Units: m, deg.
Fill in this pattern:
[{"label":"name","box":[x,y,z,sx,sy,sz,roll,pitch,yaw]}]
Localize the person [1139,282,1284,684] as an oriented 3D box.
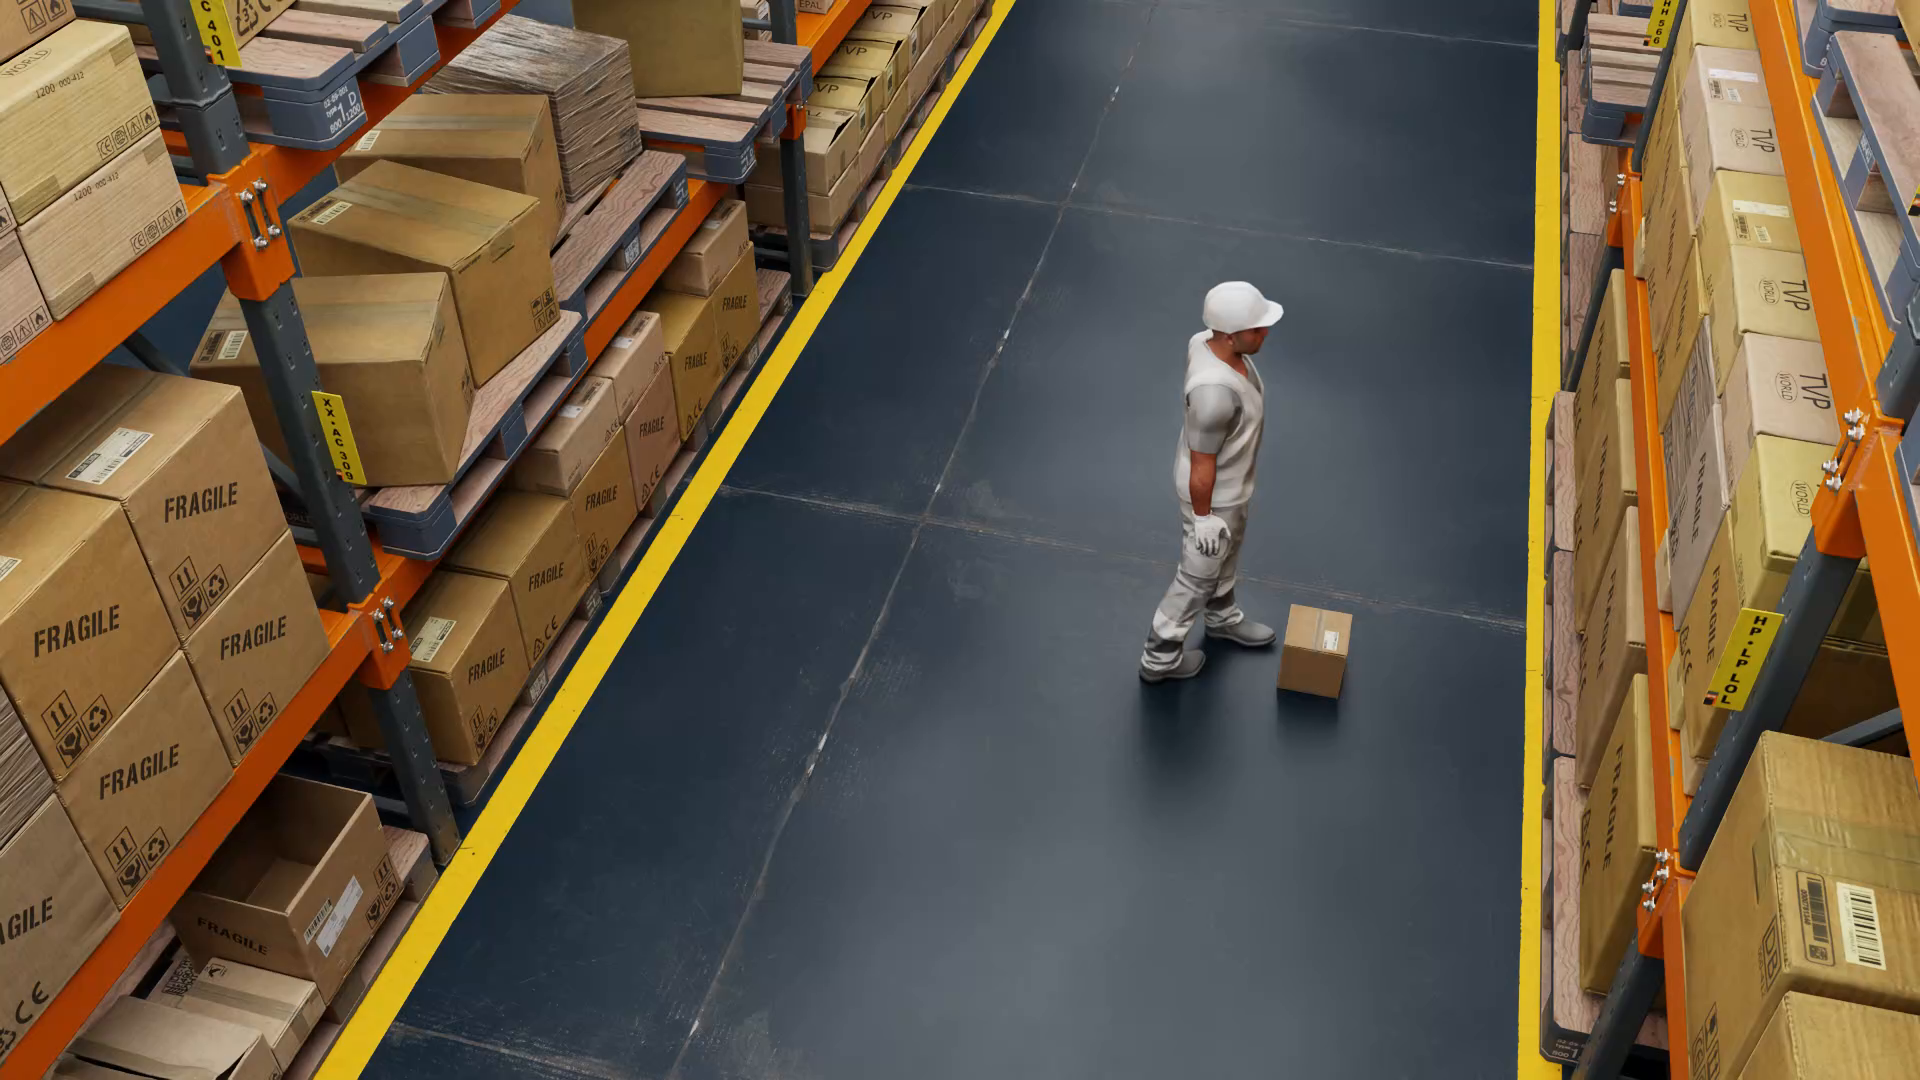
[{"label":"person","box":[1.040,-0.215,6.386,0.552,1.795,0.574,6,41,7]}]
